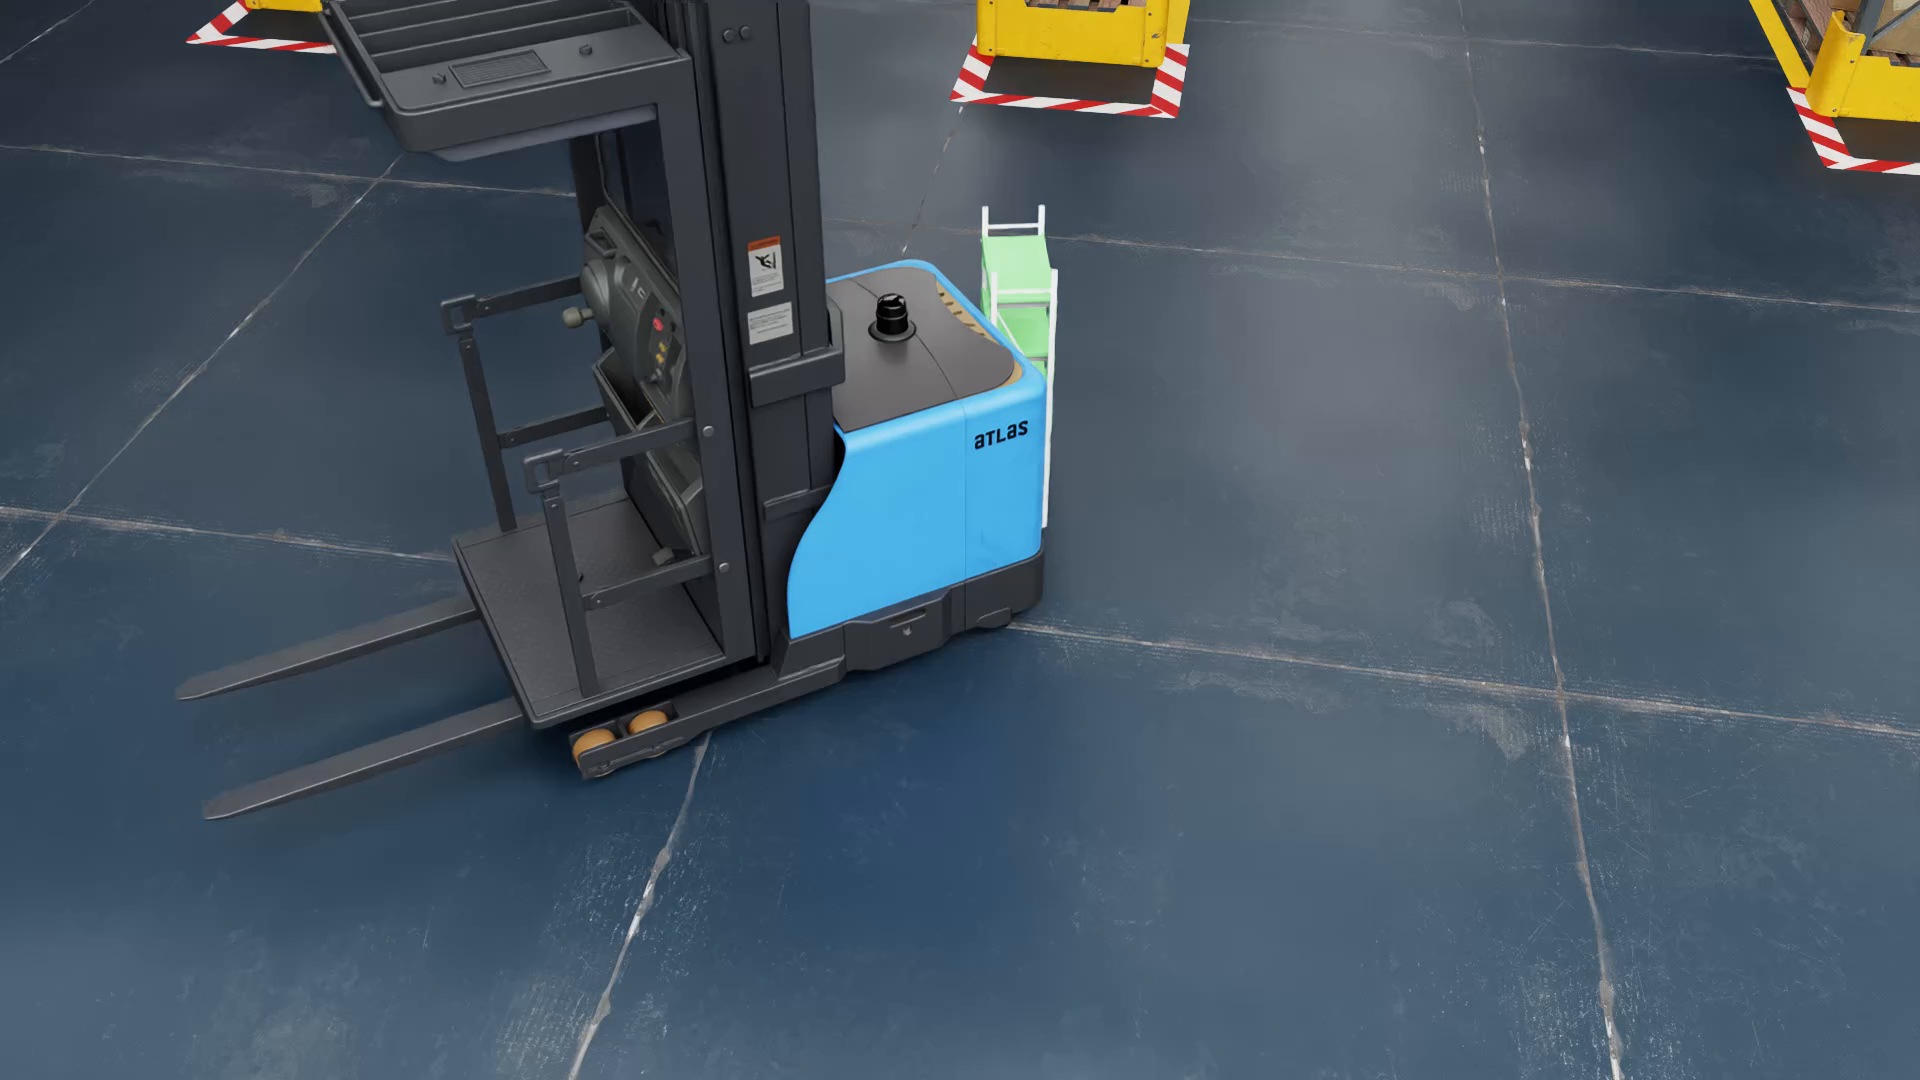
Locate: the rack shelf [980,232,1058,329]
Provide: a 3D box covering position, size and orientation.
[{"bbox_3d":[0.221,-0.990,6.353,0.258,0.148,0.480,-2,40,-3],"label":"rack shelf"}]

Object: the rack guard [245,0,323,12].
[{"bbox_3d":[-4.148,-3.762,10.907,1.175,0.500,0.348,6,40,8],"label":"rack guard"}]

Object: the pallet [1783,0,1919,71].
[{"bbox_3d":[5.801,-3.124,10.363,1.003,0.211,1.213,6,40,8],"label":"pallet"}]

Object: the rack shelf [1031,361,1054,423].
[{"bbox_3d":[0.221,-0.620,6.659,0.258,0.148,0.480,-2,40,-3],"label":"rack shelf"}]

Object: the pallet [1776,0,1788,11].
[{"bbox_3d":[6.015,-3.888,11.287,1.003,0.211,1.213,6,40,8],"label":"pallet"}]

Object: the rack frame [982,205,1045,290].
[{"bbox_3d":[0.207,-0.825,6.806,0.240,1.200,0.015,-2,40,-3],"label":"rack frame"}]

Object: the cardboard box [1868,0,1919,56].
[{"bbox_3d":[5.737,-3.234,9.940,0.500,0.500,0.500,14,41,16],"label":"cardboard box"}]

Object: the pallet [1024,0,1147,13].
[{"bbox_3d":[0.847,-3.679,11.034,1.003,0.211,1.213,6,40,8],"label":"pallet"}]

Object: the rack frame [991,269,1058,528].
[{"bbox_3d":[0.234,-0.514,6.431,0.240,1.200,0.015,-2,40,-3],"label":"rack frame"}]

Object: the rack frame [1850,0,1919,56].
[{"bbox_3d":[5.613,-3.645,8.805,1.000,3.000,0.127,6,40,8],"label":"rack frame"}]

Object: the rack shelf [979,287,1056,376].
[{"bbox_3d":[0.221,-0.805,6.506,0.258,0.148,0.480,-2,40,-3],"label":"rack shelf"}]

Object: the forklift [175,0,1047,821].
[{"bbox_3d":[-1.230,-0.696,5.292,3.031,2.935,1.130,-18,43,-21],"label":"forklift"}]

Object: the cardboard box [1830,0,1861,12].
[{"bbox_3d":[5.807,-3.613,10.398,0.500,0.500,0.500,17,42,19],"label":"cardboard box"}]

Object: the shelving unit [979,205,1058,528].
[{"bbox_3d":[0.221,-0.670,6.618,0.258,1.200,0.503,-2,40,-3],"label":"shelving unit"}]

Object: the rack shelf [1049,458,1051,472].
[{"bbox_3d":[0.221,-0.435,6.812,0.258,0.148,0.480,-2,40,-3],"label":"rack shelf"}]

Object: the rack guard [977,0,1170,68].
[{"bbox_3d":[0.701,-3.281,10.326,1.175,0.500,0.348,6,40,8],"label":"rack guard"}]

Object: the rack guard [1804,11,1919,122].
[{"bbox_3d":[5.626,-2.730,9.659,1.175,0.500,0.348,6,40,8],"label":"rack guard"}]
